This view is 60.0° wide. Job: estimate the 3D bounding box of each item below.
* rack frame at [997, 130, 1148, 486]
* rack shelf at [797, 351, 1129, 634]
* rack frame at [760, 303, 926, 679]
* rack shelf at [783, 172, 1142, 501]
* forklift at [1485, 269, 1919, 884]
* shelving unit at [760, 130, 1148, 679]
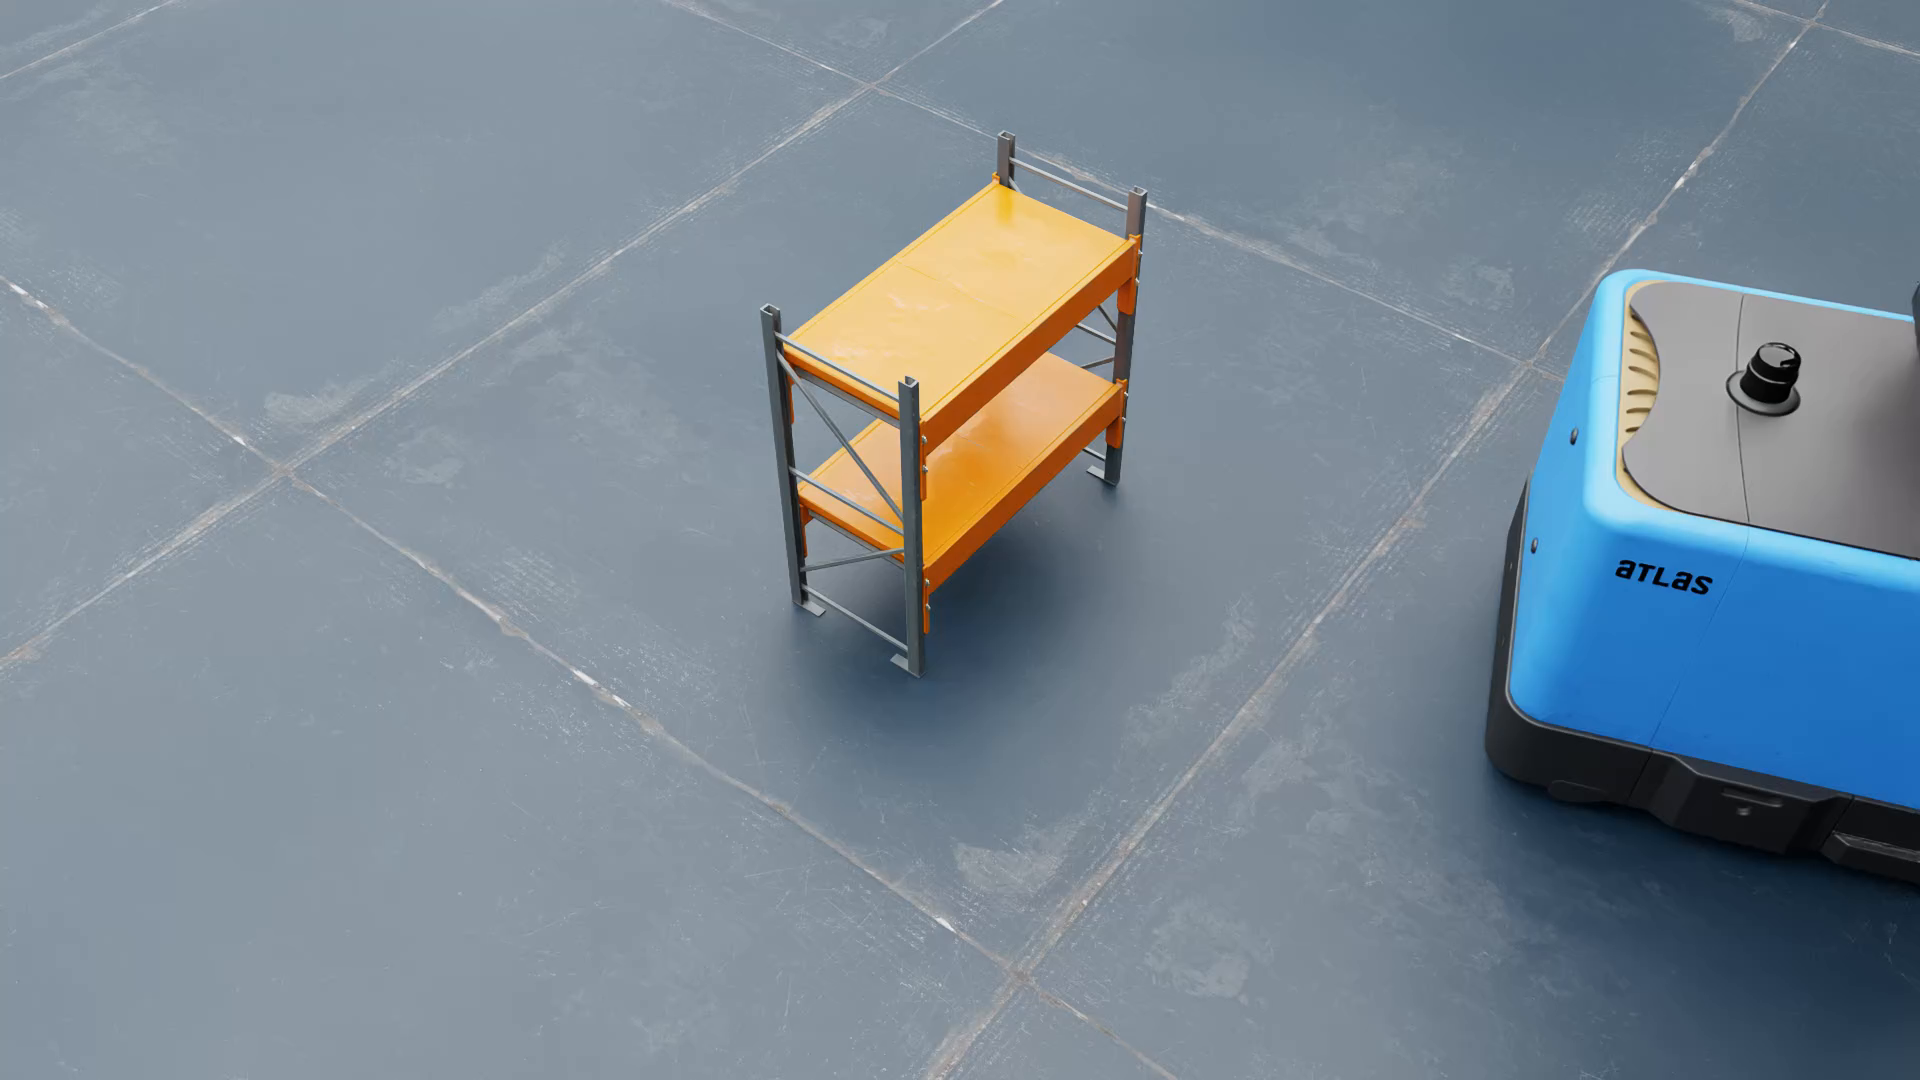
[{"bbox_3d":[0.315,-0.683,5.125,0.500,1.125,0.032,29,53,25],"label":"rack frame"},{"bbox_3d":[0.004,-0.224,5.024,0.538,0.278,1.000,29,53,25],"label":"rack shelf"},{"bbox_3d":[-0.307,-0.102,4.569,0.500,1.125,0.032,29,53,25],"label":"rack frame"},{"bbox_3d":[0.004,-0.595,4.635,0.538,0.278,1.000,29,53,25],"label":"rack shelf"},{"bbox_3d":[3.027,-0.369,3.575,3.031,2.935,1.130,13,48,12],"label":"forklift"},{"bbox_3d":[0.004,-0.392,4.847,0.538,1.125,1.048,29,53,25],"label":"shelving unit"}]
